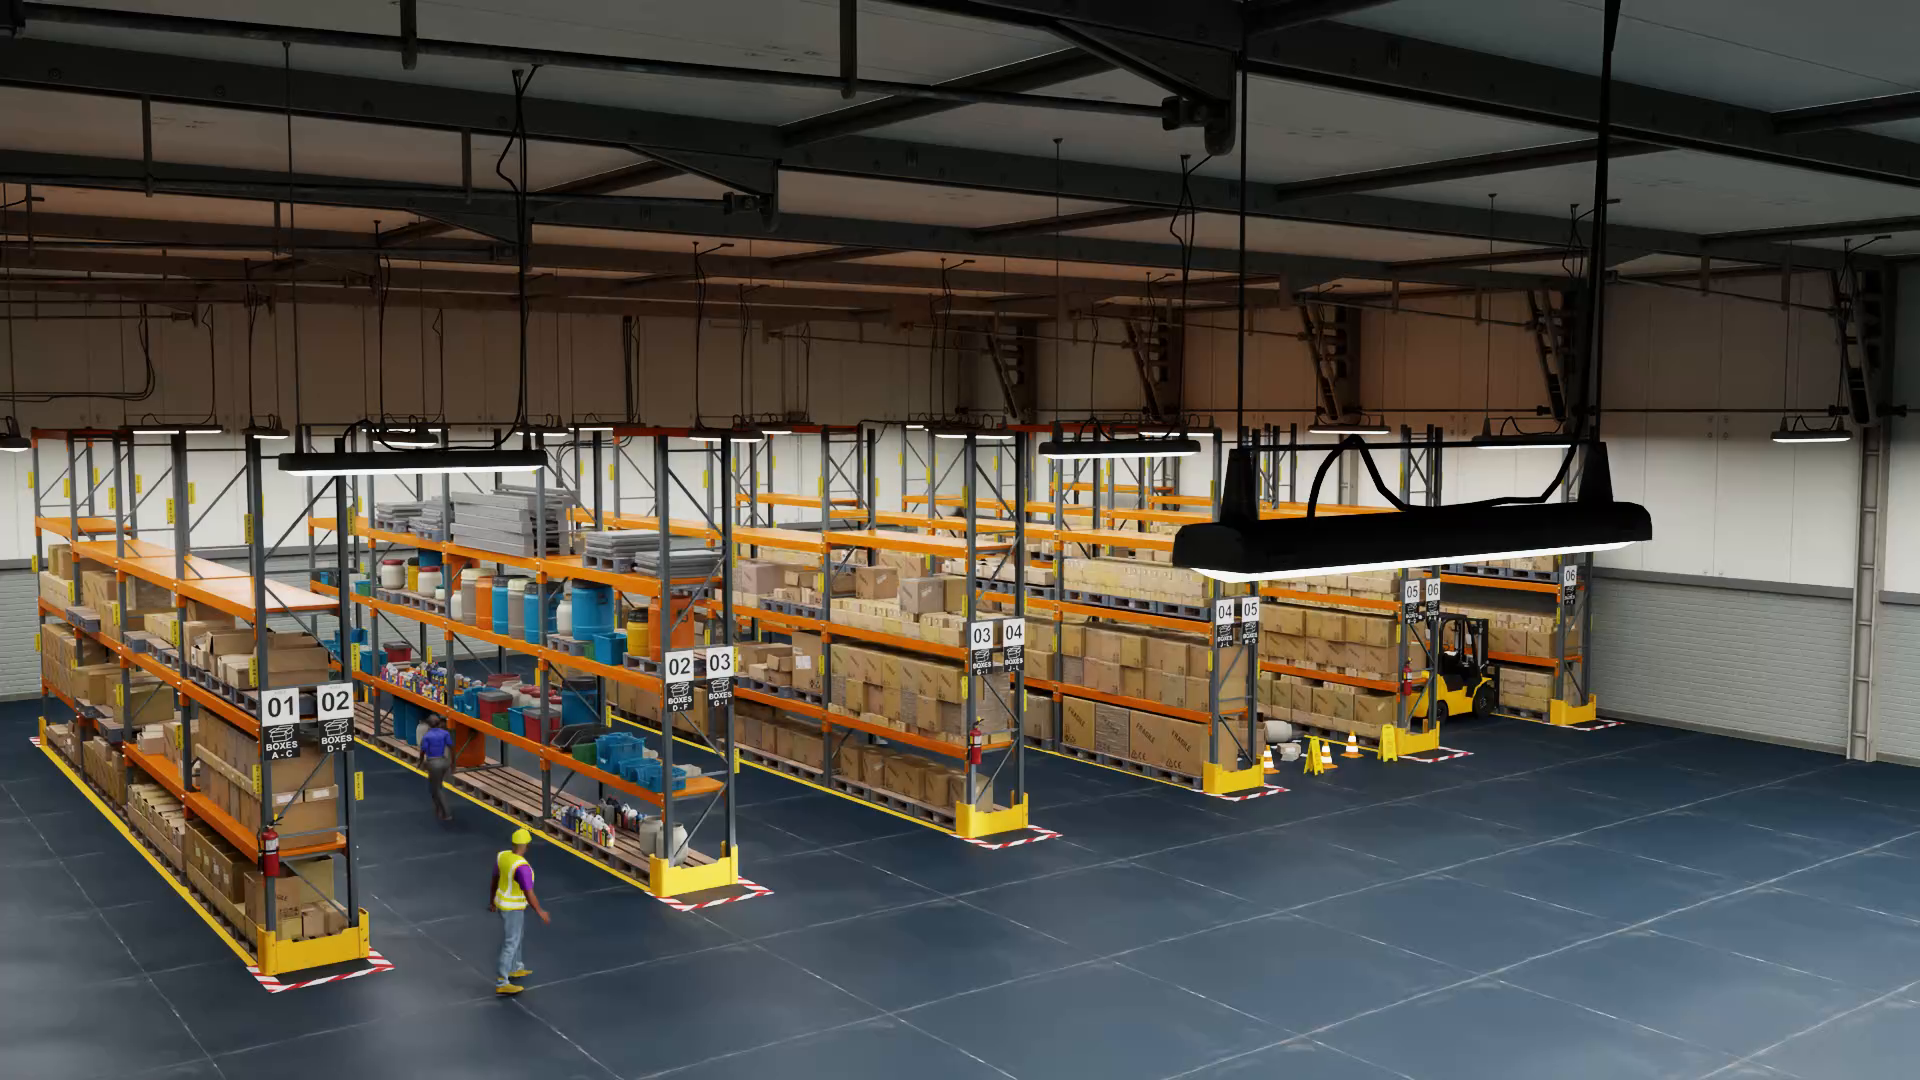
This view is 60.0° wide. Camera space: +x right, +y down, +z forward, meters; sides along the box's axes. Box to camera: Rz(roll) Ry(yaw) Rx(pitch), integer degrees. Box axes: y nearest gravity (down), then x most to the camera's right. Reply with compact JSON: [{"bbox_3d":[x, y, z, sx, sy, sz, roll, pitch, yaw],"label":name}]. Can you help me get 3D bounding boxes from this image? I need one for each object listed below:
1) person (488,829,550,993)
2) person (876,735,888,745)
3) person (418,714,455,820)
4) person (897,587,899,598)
[{"bbox_3d":[-4.881,4.040,18.255,0.598,1.777,0.710,-3,5,-32],"label":"person"},{"bbox_3d":[-1.503,3.024,31.465,0.330,1.694,0.578,-2,5,-19],"label":"person"},{"bbox_3d":[-8.124,3.544,25.681,0.613,1.693,0.431,2,5,19],"label":"person"},{"bbox_3d":[-1.538,2.013,41.845,0.621,1.793,0.433,0,4,3],"label":"person"}]
